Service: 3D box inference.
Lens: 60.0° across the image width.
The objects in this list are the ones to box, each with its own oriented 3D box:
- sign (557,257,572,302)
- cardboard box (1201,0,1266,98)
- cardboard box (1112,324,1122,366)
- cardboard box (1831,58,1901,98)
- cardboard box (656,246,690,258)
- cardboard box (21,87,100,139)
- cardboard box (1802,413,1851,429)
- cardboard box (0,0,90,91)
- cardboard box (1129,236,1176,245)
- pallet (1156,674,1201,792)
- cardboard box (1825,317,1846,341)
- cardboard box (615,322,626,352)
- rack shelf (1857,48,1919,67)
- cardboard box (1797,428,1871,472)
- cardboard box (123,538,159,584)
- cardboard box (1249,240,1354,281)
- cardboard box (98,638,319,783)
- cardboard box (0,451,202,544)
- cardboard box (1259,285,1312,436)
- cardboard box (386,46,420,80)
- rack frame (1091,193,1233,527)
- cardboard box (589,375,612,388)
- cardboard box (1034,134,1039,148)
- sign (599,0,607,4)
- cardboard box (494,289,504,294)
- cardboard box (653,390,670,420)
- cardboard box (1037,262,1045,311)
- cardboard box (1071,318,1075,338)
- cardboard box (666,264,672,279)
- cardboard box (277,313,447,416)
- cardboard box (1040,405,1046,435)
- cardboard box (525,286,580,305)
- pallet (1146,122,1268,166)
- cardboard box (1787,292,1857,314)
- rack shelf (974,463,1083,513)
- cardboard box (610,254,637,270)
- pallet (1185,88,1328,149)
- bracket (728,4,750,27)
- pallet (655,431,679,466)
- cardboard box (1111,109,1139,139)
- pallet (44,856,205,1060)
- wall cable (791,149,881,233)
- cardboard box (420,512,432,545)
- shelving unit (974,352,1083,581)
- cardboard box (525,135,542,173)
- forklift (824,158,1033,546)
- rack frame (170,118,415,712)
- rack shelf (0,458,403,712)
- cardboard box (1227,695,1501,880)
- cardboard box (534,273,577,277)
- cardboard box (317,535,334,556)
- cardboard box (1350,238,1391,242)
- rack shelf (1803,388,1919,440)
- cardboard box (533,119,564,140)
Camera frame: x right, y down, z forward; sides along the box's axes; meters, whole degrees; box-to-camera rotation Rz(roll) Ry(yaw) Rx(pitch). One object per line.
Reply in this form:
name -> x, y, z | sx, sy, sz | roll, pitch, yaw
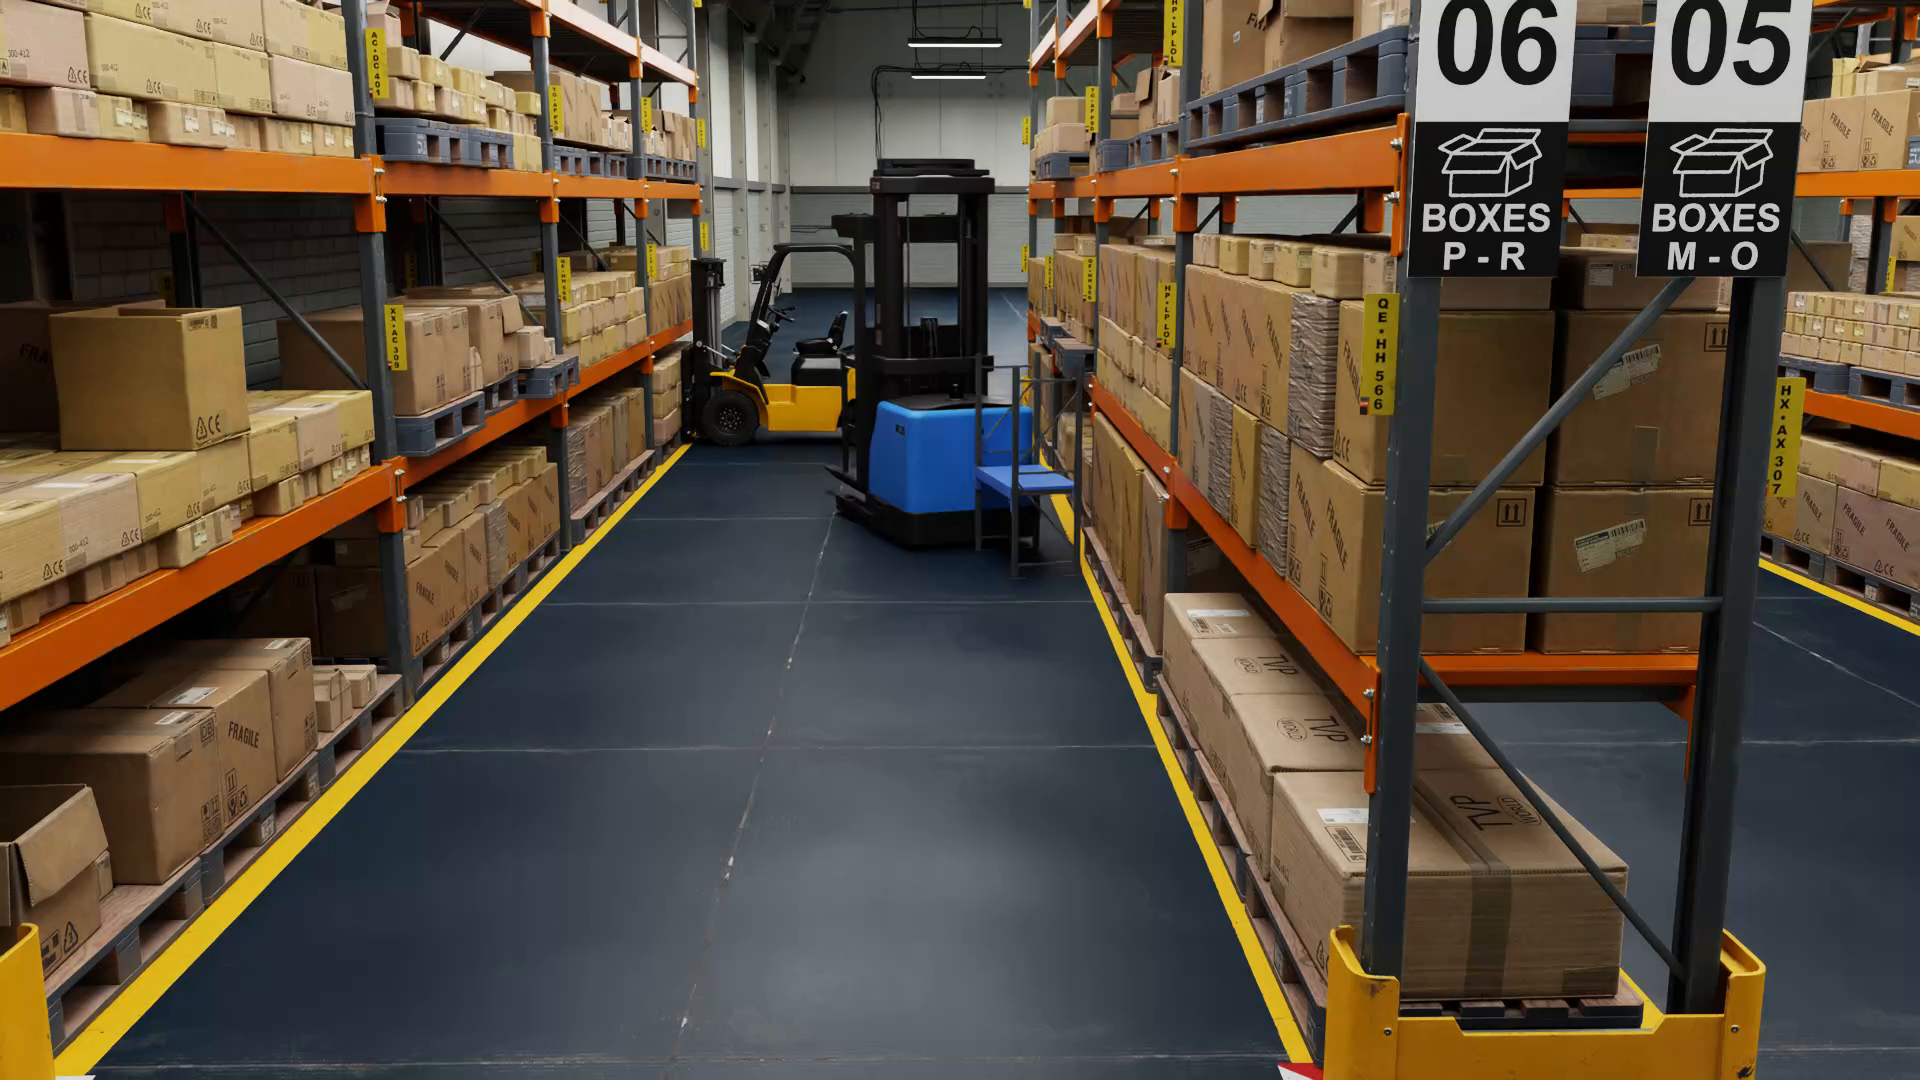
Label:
sign -> -2.916, -1.914, 12.238 | 0.100, 0.325, 0.005 | 0, 11, -1
cardboard box -> 1.389, -2.264, 7.569 | 0.500, 0.500, 0.500 | 0, 11, 0
cardboard box -> 1.275, -1.271, 10.898 | 0.500, 0.250, 0.500 | 0, 11, -1
cardboard box -> 6.195, -3.153, 11.337 | 0.396, 0.266, 0.258 | 0, 11, -1
cardboard box -> -3.369, -3.365, 19.472 | 0.380, 0.149, 0.250 | 0, 11, -1
cardboard box -> -2.989, -1.356, 5.284 | 0.380, 0.149, 0.250 | 0, 11, 0
cardboard box -> 6.529, -0.668, 13.409 | 1.050, 0.750, 0.750 | 0, 11, -2
cardboard box -> -3.060, -1.524, 5.111 | 0.500, 0.250, 0.500 | 0, 11, 0
cardboard box -> 1.713, -2.634, 14.811 | 0.380, 0.149, 0.250 | -1, 11, -4
pallet -> 1.525, 0.911, 8.040 | 1.003, 0.211, 1.213 | 0, 11, -1
cardboard box -> 6.277, -1.468, 11.577 | 0.380, 0.149, 0.250 | -1, 11, -3
cardboard box -> -3.273, -1.805, 14.791 | 0.500, 0.250, 0.500 | 0, 11, -1
rack shelf -> 11.288, -5.222, 17.984 | 1.077, 0.370, 4.000 | 0, 11, -1
cardboard box -> 6.223, -0.653, 12.080 | 0.500, 0.250, 0.500 | -1, 11, -4
cardboard box -> -3.072, 0.060, 5.853 | 0.380, 0.149, 0.250 | 0, 11, 0
cardboard box -> 1.347, -1.098, 6.528 | 0.380, 0.149, 0.250 | 0, 11, -1
cardboard box -> -3.211, 0.730, 7.150 | 0.700, 0.500, 0.500 | -1, 11, -3
cardboard box -> -3.057, -0.156, 5.912 | 0.500, 0.250, 0.500 | 0, 11, -2
cardboard box -> 1.375, -0.648, 5.945 | 0.500, 0.500, 0.500 | 0, 11, -1
cardboard box -> -2.943, -2.395, 8.352 | 0.380, 0.149, 0.250 | 0, 11, 0
rack frame -> 1.504, -1.403, 12.429 | 1.000, 3.000, 0.127 | 0, 11, -1
cardboard box -> -3.744, -1.622, 16.854 | 0.500, 0.250, 0.500 | 0, 11, 0
cardboard box -> 1.038, -4.509, 18.822 | 0.380, 0.149, 0.250 | 0, 11, -1
sign -> -4.178, -6.446, 19.453 | 0.100, 0.325, 0.005 | 0, 11, -1
cardboard box -> -3.667, -1.812, 12.565 | 0.380, 0.149, 0.250 | 0, 11, 1
cardboard box -> -3.242, -1.377, 16.906 | 0.500, 0.250, 0.500 | 0, 11, -1
cardboard box -> 1.116, -2.787, 18.253 | 0.500, 0.500, 0.500 | 0, 11, -2
cardboard box -> 1.118, -1.757, 13.752 | 0.380, 0.149, 0.250 | 0, 11, 0
cardboard box -> -3.282, -2.863, 17.742 | 0.380, 0.149, 0.250 | -1, 11, -3
cardboard box -> -3.162, -0.938, 8.832 | 0.700, 0.500, 0.500 | 0, 11, 0
cardboard box -> 1.120, -1.278, 17.675 | 0.500, 0.250, 0.500 | -1, 11, -3
cardboard box -> -3.208, -1.917, 13.081 | 0.380, 0.149, 0.250 | 0, 11, 0
pallet -> 1.519, -2.166, 9.128 | 0.805, 0.209, 1.217 | -1, 11, -3
cardboard box -> 6.267, -1.724, 12.091 | 0.380, 0.149, 0.250 | 0, 11, -1
rack shelf -> 0.482, -0.388, 12.102 | 0.538, 0.185, 1.000 | -3, 12, -14
cardboard box -> -3.251, -2.754, 16.458 | 0.380, 0.149, 0.250 | 0, 11, 0
pallet -> 1.594, -1.871, 7.418 | 1.003, 0.211, 1.213 | 0, 11, -1
bracket -> -4.465, -10.519, 33.221 | 0.076, 0.066, 4.783 | 0, 11, -1
pallet -> -3.515, -0.968, 17.301 | 1.003, 0.211, 1.213 | 0, 11, -1
cardboard box -> 1.495, -3.110, 13.050 | 0.700, 0.500, 0.500 | 0, 11, -1
pallet -> -3.312, 1.402, 5.619 | 1.003, 0.211, 1.213 | 0, 11, -1
wall cable -> -3.869, -10.803, 51.483 | 3.097, 2.526, 0.112 | 0, 11, -1
cardboard box -> -3.217, -0.063, 9.426 | 0.380, 0.149, 0.250 | -1, 11, -4
shelving unit -> 0.482, -0.564, 12.067 | 0.538, 1.500, 1.048 | -3, 12, -14
cardboard box -> -3.205, -2.677, 11.543 | 0.500, 0.250, 0.500 | -1, 11, -3
forklift -> -0.410, -1.641, 13.775 | 1.130, 2.935, 3.031 | -4, 12, -20
rack frame -> -3.375, -0.586, 8.405 | 1.000, 3.000, 0.127 | 0, 11, -1
rack shelf -> -3.334, 0.164, 6.517 | 1.077, 0.370, 4.000 | 0, 11, -1
cardboard box -> 1.529, 0.925, 6.344 | 0.875, 0.438, 0.875 | 0, 11, 0
cardboard box -> -3.795, -2.419, 15.557 | 0.380, 0.149, 0.250 | -1, 11, -3
cardboard box -> -3.682, -0.009, 9.160 | 0.380, 0.149, 0.250 | 0, 11, -1
cardboard box -> 1.868, -1.202, 7.043 | 0.380, 0.149, 0.250 | 0, 11, -2
rack shelf -> 6.493, -0.693, 10.740 | 1.077, 0.370, 4.000 | 0, 11, -1
cardboard box -> -3.162, -3.062, 12.346 | 0.380, 0.166, 0.250 | 0, 11, -1
